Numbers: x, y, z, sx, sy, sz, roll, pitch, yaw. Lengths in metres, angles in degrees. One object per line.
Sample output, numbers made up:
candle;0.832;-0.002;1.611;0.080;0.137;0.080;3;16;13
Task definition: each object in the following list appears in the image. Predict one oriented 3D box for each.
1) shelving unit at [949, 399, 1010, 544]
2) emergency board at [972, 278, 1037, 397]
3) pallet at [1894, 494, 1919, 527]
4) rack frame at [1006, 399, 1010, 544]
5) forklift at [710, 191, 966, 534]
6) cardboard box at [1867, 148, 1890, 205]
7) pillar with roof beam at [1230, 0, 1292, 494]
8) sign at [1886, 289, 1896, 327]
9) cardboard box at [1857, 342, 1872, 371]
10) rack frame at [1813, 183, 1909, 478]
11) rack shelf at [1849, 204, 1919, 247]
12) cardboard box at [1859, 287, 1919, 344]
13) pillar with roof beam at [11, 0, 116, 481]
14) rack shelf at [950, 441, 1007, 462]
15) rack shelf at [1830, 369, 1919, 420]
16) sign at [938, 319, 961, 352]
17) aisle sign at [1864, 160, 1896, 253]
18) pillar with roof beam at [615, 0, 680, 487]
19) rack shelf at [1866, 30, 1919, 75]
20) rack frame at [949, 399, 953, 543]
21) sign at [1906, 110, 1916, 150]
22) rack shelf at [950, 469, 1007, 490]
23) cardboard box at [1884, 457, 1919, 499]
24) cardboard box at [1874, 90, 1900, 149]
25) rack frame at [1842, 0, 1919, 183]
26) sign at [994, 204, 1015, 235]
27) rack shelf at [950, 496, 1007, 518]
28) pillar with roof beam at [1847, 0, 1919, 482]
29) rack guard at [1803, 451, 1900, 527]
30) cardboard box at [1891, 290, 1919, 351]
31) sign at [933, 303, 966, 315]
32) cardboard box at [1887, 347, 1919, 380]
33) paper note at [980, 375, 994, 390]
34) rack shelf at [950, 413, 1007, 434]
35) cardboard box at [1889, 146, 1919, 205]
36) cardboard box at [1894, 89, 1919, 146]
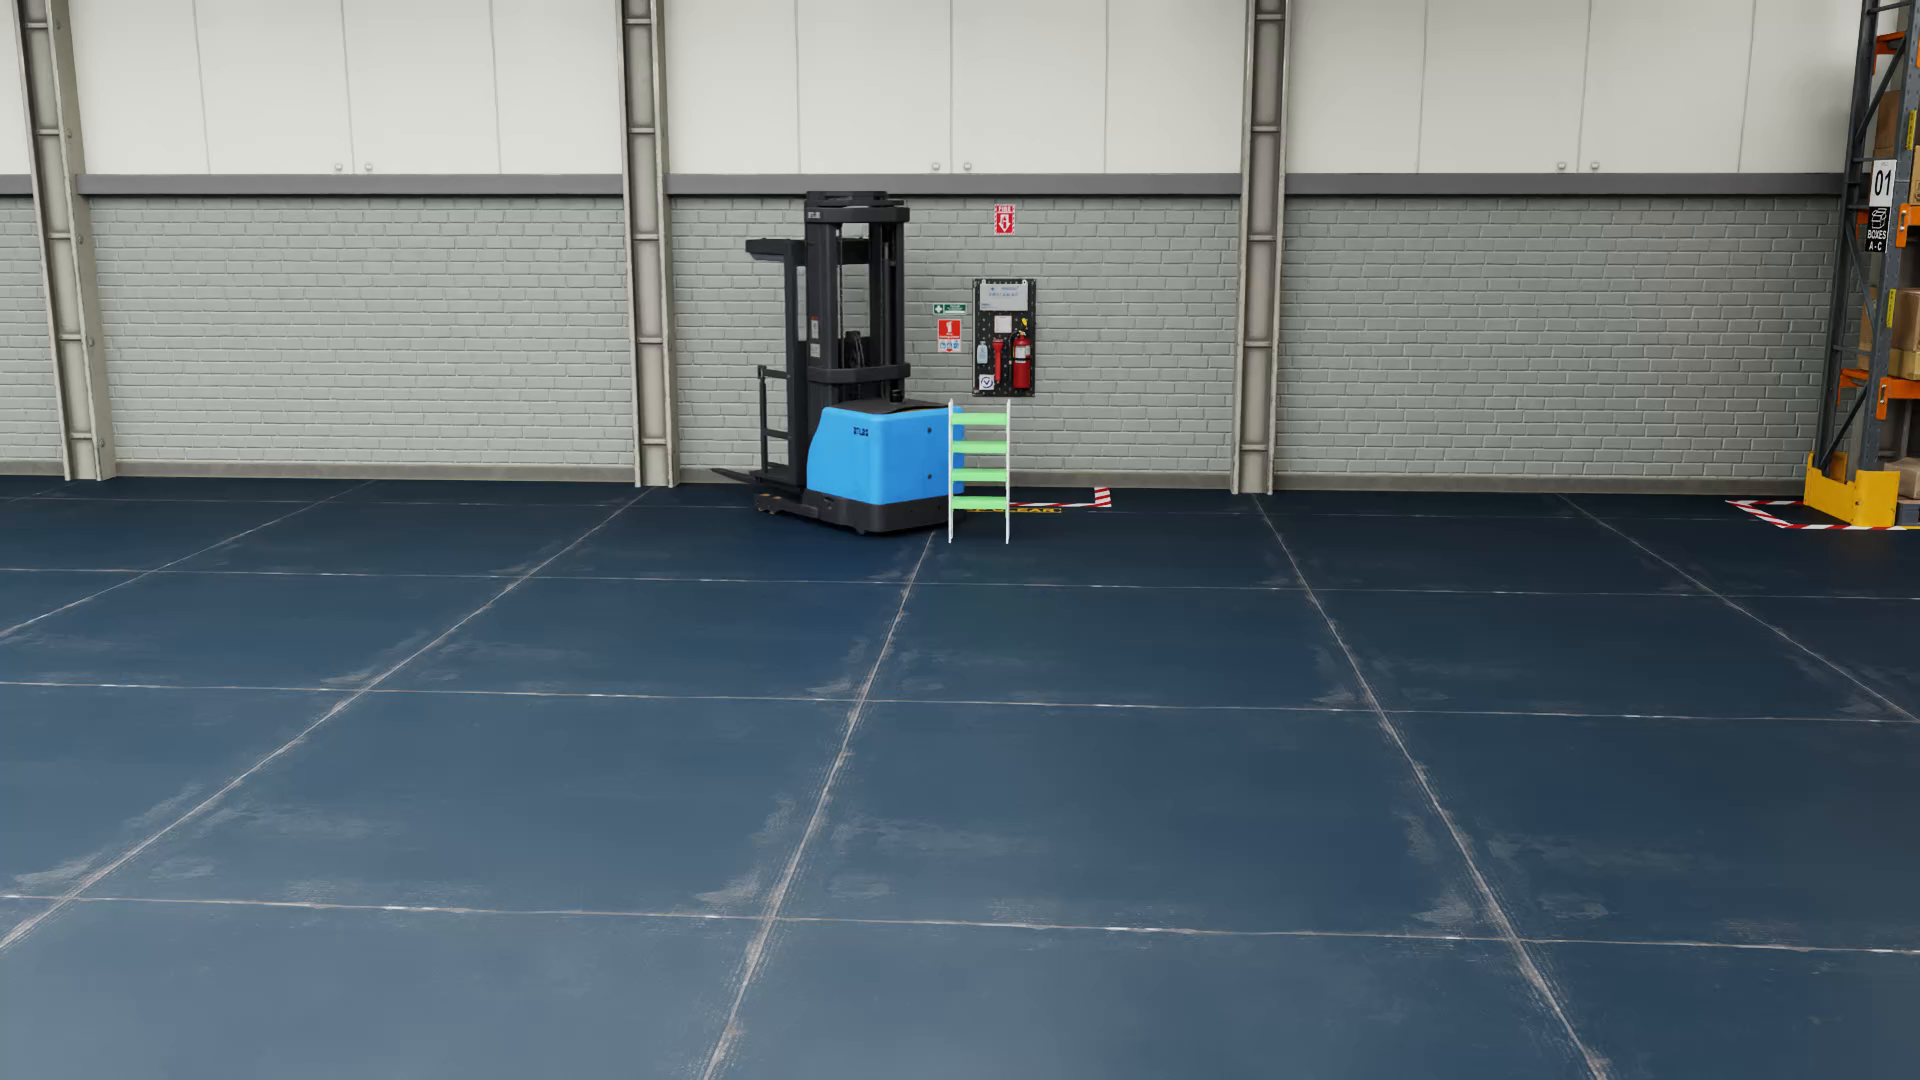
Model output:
shelving unit;0.165;-0.585;14.134;0.503;1.200;0.258;1;12;4
emergency board;0.439;-1.994;16.476;0.643;1.169;0.194;1;12;4
pallet;9.017;-0.319;15.279;1.213;0.211;1.003;1;12;4
rack frame;0.409;-0.582;14.118;0.015;1.200;0.240;1;12;4
forklift;-1.268;-1.728;15.372;1.130;2.935;3.031;-10;15;-38
cardboard box;8.566;-3.276;14.986;0.500;0.500;0.500;2;12;8
pillar with roof beam;2.615;-4.010;11.459;0.400;9.000;9.100;1;12;4
sign;8.097;-2.016;14.467;0.005;0.325;0.100;1;12;4
cardboard box;8.612;-1.673;15.258;0.500;0.250;0.500;1;12;5
rack frame;8.133;-1.704;15.086;0.127;3.000;1.000;1;12;4
rack shelf;10.128;-2.792;14.721;4.000;0.370;1.077;1;12;4
cardboard box;8.617;-2.044;15.199;0.500;0.500;0.500;1;12;3
pillar with roof beam;-9.358;-4.174;12.243;0.400;9.000;9.100;1;12;4
rack shelf;0.165;-0.757;14.098;0.480;0.148;0.258;1;12;4
rack shelf;10.128;-1.324;15.029;4.000;0.370;1.077;1;12;4
sign;-0.105;-2.040;16.609;0.234;0.329;0.001;1;12;4
aisle sign;8.041;-2.916;14.531;0.004;0.787;0.394;1;12;4
pillar with roof beam;-3.372;-4.092;11.851;0.400;9.000;9.100;1;12;4
rack shelf;10.128;-4.259;14.415;4.000;0.370;1.077;1;12;4
rack frame;-0.078;-0.588;14.150;0.015;1.200;0.240;1;12;4
sign;8.097;-3.489;14.159;0.005;0.325;0.100;1;12;4
rack shelf;0.165;-0.522;14.147;0.480;0.148;0.258;1;12;4
cardboard box;8.817;-0.575;15.183;0.500;0.311;0.500;-1;12;-3
cardboard box;8.581;-3.767;14.891;0.500;0.500;0.500;1;12;6
rack frame;8.133;-4.640;14.471;0.127;3.000;1.000;1;12;4
sign;0.438;-3.149;16.337;0.199;0.298;0.001;1;12;4
rack shelf;0.165;-0.288;14.197;0.480;0.148;0.258;1;12;4
pillar with roof beam;8.602;-3.928;11.066;0.400;9.000;9.100;1;12;4
rack guard;8.209;-0.479;15.337;0.348;0.500;1.175;1;12;4
cardboard box;8.589;-1.939;14.698;0.500;0.500;0.500;1;12;4
sign;-0.101;-2.298;16.546;0.331;0.109;0.001;1;12;4
cardboard box;8.599;-1.568;14.757;0.500;0.250;0.500;0;12;2
paper note;0.267;-1.580;16.645;0.142;0.148;0.016;1;12;4
rack shelf;0.165;-0.992;14.049;0.480;0.148;0.258;1;12;4
cardboard box;8.450;-3.175;14.500;0.500;0.500;0.500;1;12;5
cardboard box;8.501;-3.665;14.402;0.500;0.500;0.500;0;12;0
